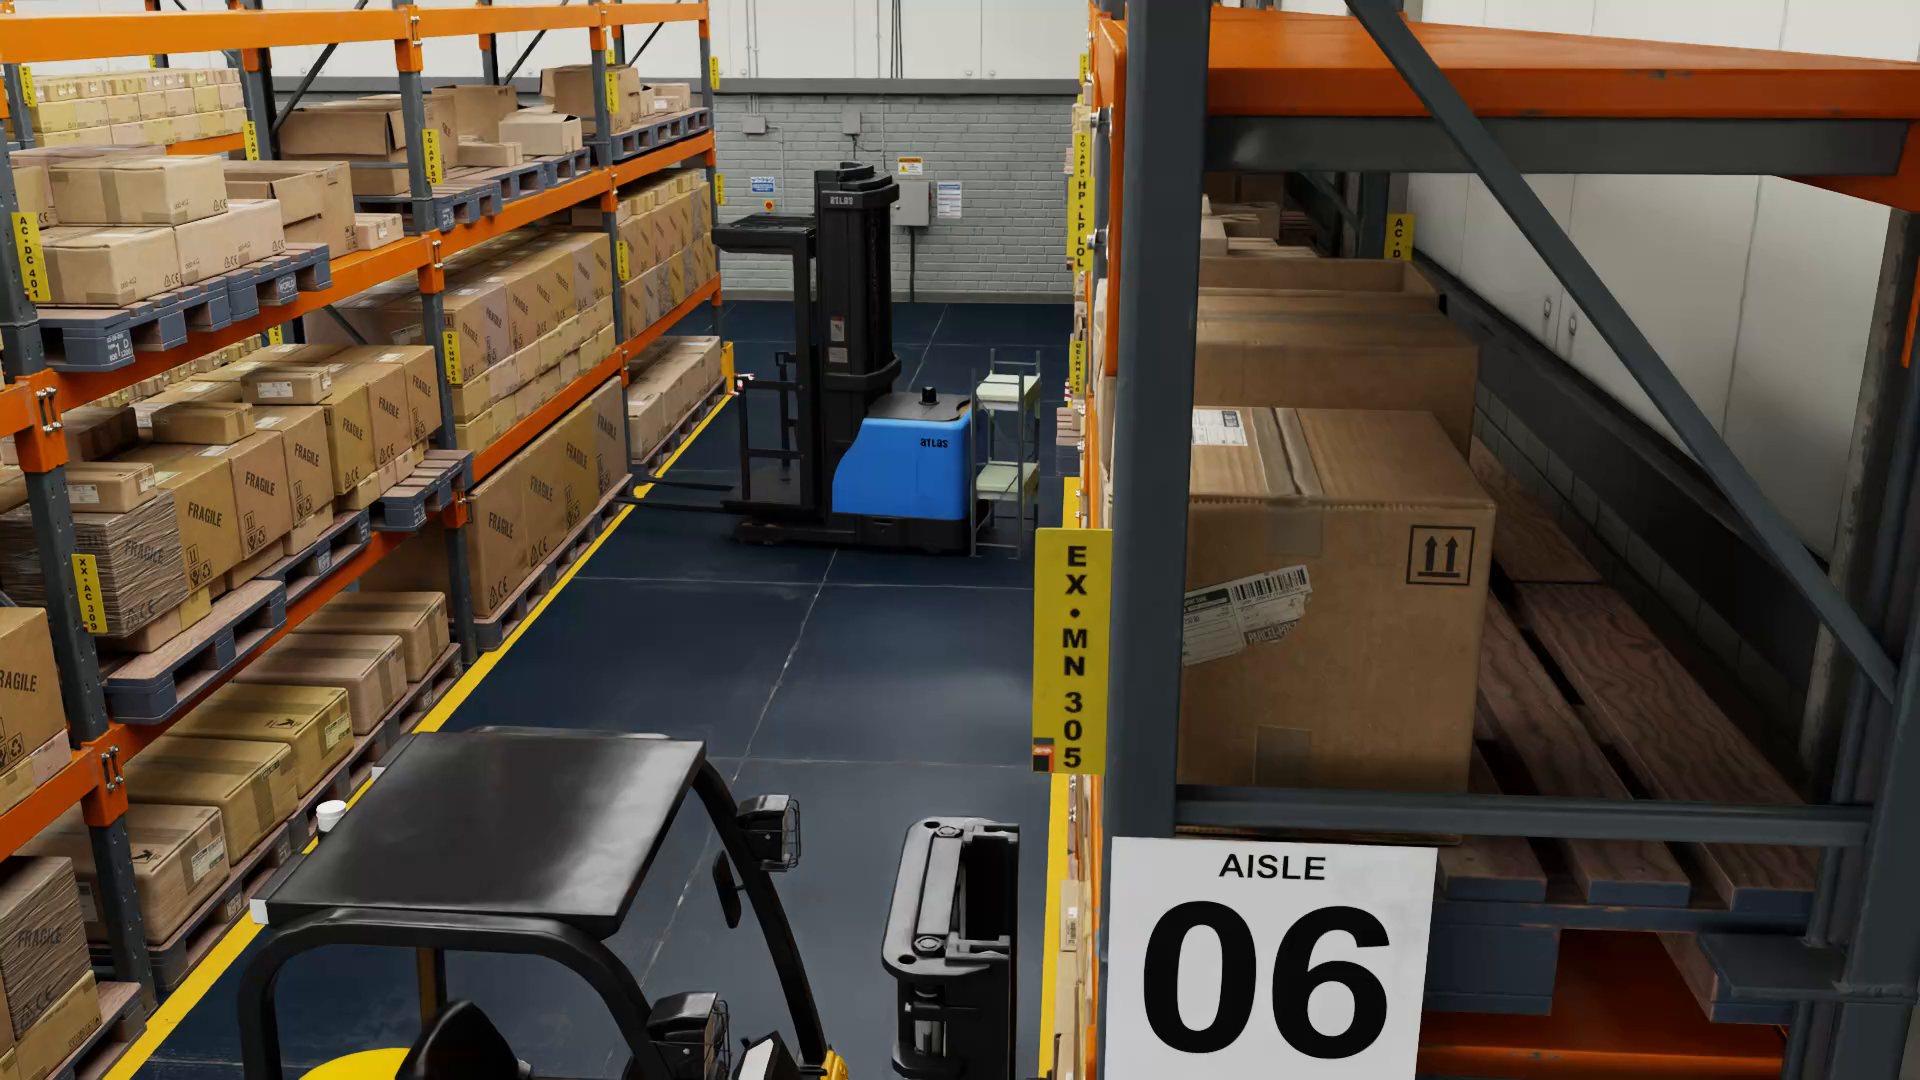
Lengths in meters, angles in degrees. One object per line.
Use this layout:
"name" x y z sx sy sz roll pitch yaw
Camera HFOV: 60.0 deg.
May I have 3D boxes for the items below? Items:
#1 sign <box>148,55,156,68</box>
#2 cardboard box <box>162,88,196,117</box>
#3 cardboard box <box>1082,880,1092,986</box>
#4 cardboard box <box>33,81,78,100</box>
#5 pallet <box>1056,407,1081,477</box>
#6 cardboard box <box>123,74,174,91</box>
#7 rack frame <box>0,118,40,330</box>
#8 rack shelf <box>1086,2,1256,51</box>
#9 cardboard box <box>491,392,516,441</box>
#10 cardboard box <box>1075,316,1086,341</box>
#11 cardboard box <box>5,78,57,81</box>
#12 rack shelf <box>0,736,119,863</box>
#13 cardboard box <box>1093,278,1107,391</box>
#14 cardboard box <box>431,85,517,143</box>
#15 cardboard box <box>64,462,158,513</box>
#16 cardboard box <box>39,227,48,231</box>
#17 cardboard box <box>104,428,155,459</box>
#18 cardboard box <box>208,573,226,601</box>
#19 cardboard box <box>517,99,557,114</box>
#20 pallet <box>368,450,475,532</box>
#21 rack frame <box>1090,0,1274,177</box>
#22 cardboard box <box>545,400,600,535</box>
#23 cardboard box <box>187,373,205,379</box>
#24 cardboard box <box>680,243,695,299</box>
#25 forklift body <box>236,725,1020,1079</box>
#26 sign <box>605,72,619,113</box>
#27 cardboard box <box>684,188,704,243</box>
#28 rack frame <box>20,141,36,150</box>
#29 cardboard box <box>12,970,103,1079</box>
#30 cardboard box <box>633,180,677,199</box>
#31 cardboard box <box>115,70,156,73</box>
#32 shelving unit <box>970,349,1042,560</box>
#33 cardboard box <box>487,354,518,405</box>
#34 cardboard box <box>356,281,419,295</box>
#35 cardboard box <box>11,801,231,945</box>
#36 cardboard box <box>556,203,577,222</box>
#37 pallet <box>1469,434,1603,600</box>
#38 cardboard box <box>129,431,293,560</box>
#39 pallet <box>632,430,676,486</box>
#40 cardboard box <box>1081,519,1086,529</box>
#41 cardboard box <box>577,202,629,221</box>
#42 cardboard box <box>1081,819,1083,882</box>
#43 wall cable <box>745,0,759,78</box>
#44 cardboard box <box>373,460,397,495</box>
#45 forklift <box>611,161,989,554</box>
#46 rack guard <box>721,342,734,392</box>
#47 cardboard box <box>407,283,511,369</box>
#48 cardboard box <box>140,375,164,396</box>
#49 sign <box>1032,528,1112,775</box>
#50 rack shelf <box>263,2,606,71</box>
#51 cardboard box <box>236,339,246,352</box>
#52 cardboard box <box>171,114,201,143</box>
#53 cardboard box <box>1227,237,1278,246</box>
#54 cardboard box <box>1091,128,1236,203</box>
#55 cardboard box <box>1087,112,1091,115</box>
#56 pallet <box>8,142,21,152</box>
"sign" -8.608 -5.044 17.780 0.100 0.325 0.005 1 18 4
"cardboard box" -7.921 -4.317 16.400 0.500 0.250 0.500 2 18 5
"cardboard box" 0.489 0.955 4.012 0.380 0.149 0.250 2 18 5
"cardboard box" -8.077 -3.978 14.728 0.380 0.149 0.250 1 18 3
"pallet" 1.234 -0.639 10.864 1.213 0.211 1.003 1 18 4
"cardboard box" -7.921 -4.466 16.216 0.380 0.149 0.250 2 18 5
"rack frame" -3.983 -2.236 5.796 1.000 3.000 0.127 1 18 4
"rack shelf" 1.398 -3.458 11.323 1.077 0.370 4.000 1 18 4
"cardboard box" -3.391 -0.863 11.480 0.500 0.250 0.500 1 18 2
"cardboard box" 1.188 -1.278 11.666 0.797 0.503 0.637 1 18 3
"cardboard box" -8.537 -4.158 15.275 0.380 0.149 0.250 1 18 2
"rack shelf" -4.126 1.577 4.947 1.077 0.370 4.000 1 18 4
"cardboard box" 0.666 -0.653 5.090 0.500 0.311 0.500 2 18 5
"cardboard box" -3.762 -3.275 12.950 0.500 0.500 0.500 1 18 3
"cardboard box" -3.596 -0.220 6.924 0.380 0.149 0.250 1 18 4
"cardboard box" -4.085 -1.124 6.785 0.500 0.250 0.500 1 18 3
"cardboard box" -4.101 -0.237 8.016 0.500 0.500 0.500 2 18 6
"cardboard box" -3.657 0.203 7.717 0.380 0.149 0.250 2 18 7
"cardboard box" -3.683 -3.684 14.413 0.396 0.266 0.258 2 18 6
"pallet" -3.641 -0.313 9.869 1.213 0.211 1.003 1 18 4
"rack frame" 1.255 -3.369 9.253 1.000 3.000 0.127 1 18 4
"cardboard box" -3.431 -0.585 13.129 0.875 0.875 0.875 2 18 6
"cardboard box" -7.917 -1.606 16.932 0.380 0.149 0.250 2 18 7
"cardboard box" -2.971 -2.689 16.651 0.500 0.500 0.500 2 18 6
"forklift body" -1.002 1.740 4.658 2.313 2.155 1.214 1 18 4
"sign" -2.867 -3.682 13.689 0.100 0.325 0.005 1 18 4
"cardboard box" -2.928 -3.317 16.963 0.500 0.500 0.500 1 18 4
"rack frame" -8.354 -1.949 14.555 1.000 3.000 0.127 1 18 4
"cardboard box" -3.757 1.911 6.515 0.500 0.250 0.500 2 18 6
"cardboard box" -2.985 -3.430 16.265 0.380 0.149 0.250 2 18 5
"cardboard box" -8.446 -4.716 16.978 0.380 0.149 0.250 1 18 4
"shelving unit" 0.363 -0.684 13.102 0.431 1.500 0.755 4 19 12
"cardboard box" -3.375 -1.107 11.421 0.500 0.250 0.500 2 18 5
"cardboard box" -3.891 -1.476 11.345 0.500 0.500 0.500 2 18 5
"cardboard box" -3.948 1.501 7.572 0.950 0.372 0.625 2 18 5
"cardboard box" -3.577 -2.883 14.597 0.380 0.149 0.250 2 18 5
"pallet" 0.843 -0.016 3.979 1.003 0.211 1.213 1 18 4
"cardboard box" -3.579 -0.222 7.971 0.500 0.500 0.500 1 18 4
"pallet" -3.277 -0.779 15.463 1.003 0.211 1.213 1 18 4
"cardboard box" 0.728 0.017 7.351 0.380 0.149 0.250 1 18 2
"cardboard box" -3.125 -2.873 14.566 0.380 0.149 0.250 2 18 5
"cardboard box" 0.655 0.971 5.483 0.500 0.500 0.500 2 18 5
"wall cable" -2.996 -7.736 22.581 0.463 3.000 0.029 1 18 4
"cardboard box" -3.431 -0.359 9.430 0.380 0.149 0.250 0 18 1
"forklift" -1.332 -1.506 13.313 3.031 2.935 1.130 4 19 12
"rack guard" -3.121 -1.932 18.517 1.175 0.500 0.348 1 18 4
"cardboard box" -3.391 -1.453 11.272 0.500 0.500 0.500 1 18 4
"cardboard box" -7.979 -1.502 16.138 0.380 0.149 0.250 2 18 5
"sign" 0.141 0.141 2.062 0.100 0.325 0.005 1 18 4
"rack shelf" -3.553 -3.568 11.658 1.077 0.370 4.000 1 18 4
"cardboard box" -7.928 -2.072 17.879 0.380 0.149 0.250 2 18 5
"cardboard box" -7.914 -4.086 16.500 0.500 0.250 0.500 2 18 6
"cardboard box" 1.123 -1.169 6.924 0.380 0.149 0.250 1 18 4
"cardboard box" 1.024 -1.860 8.469 0.700 0.500 0.500 1 18 3
"cardboard box" 1.122 -3.049 12.183 0.380 0.149 0.250 2 18 5
"pallet" -8.504 -3.096 13.539 1.213 0.211 1.003 1 18 4
